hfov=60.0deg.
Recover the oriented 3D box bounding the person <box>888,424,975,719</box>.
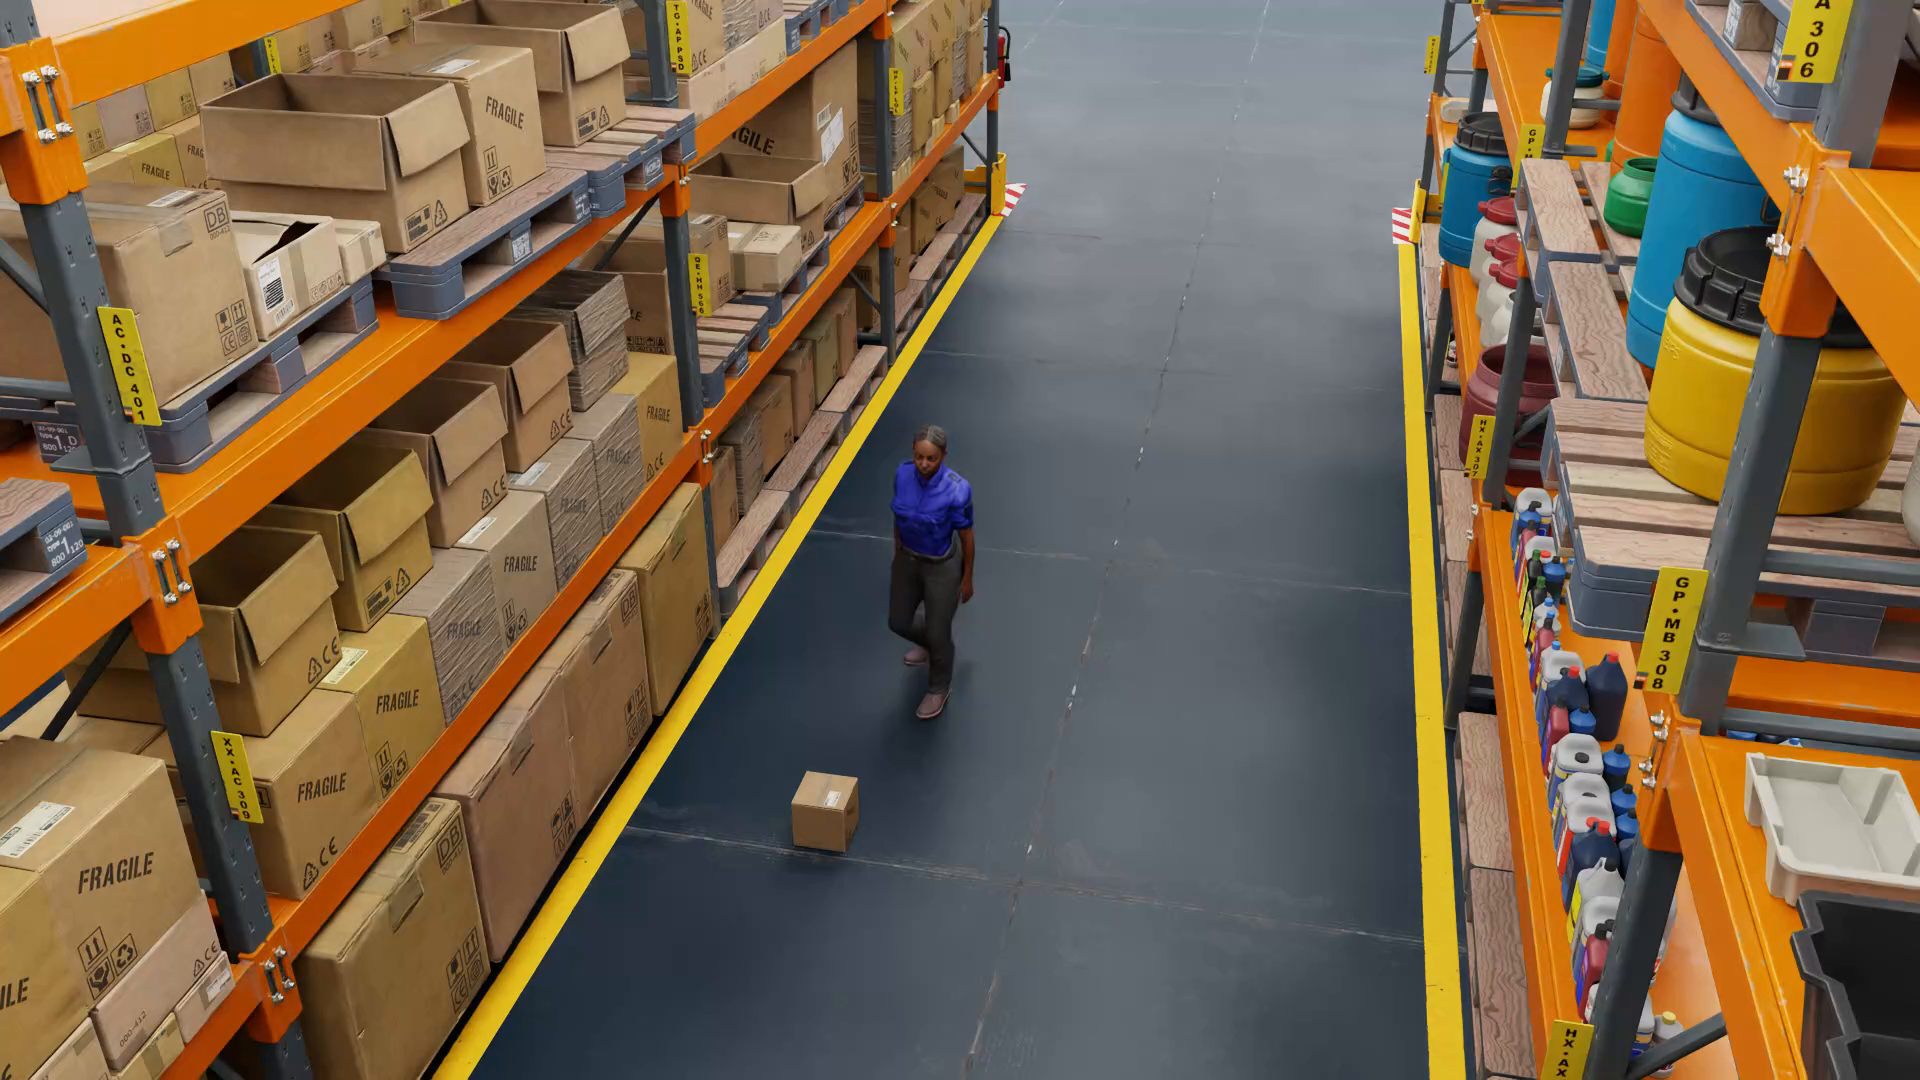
[{"bbox_3d":[-0.122,0.100,8.438,0.523,1.650,0.527,17,33,28],"label":"person"}]
